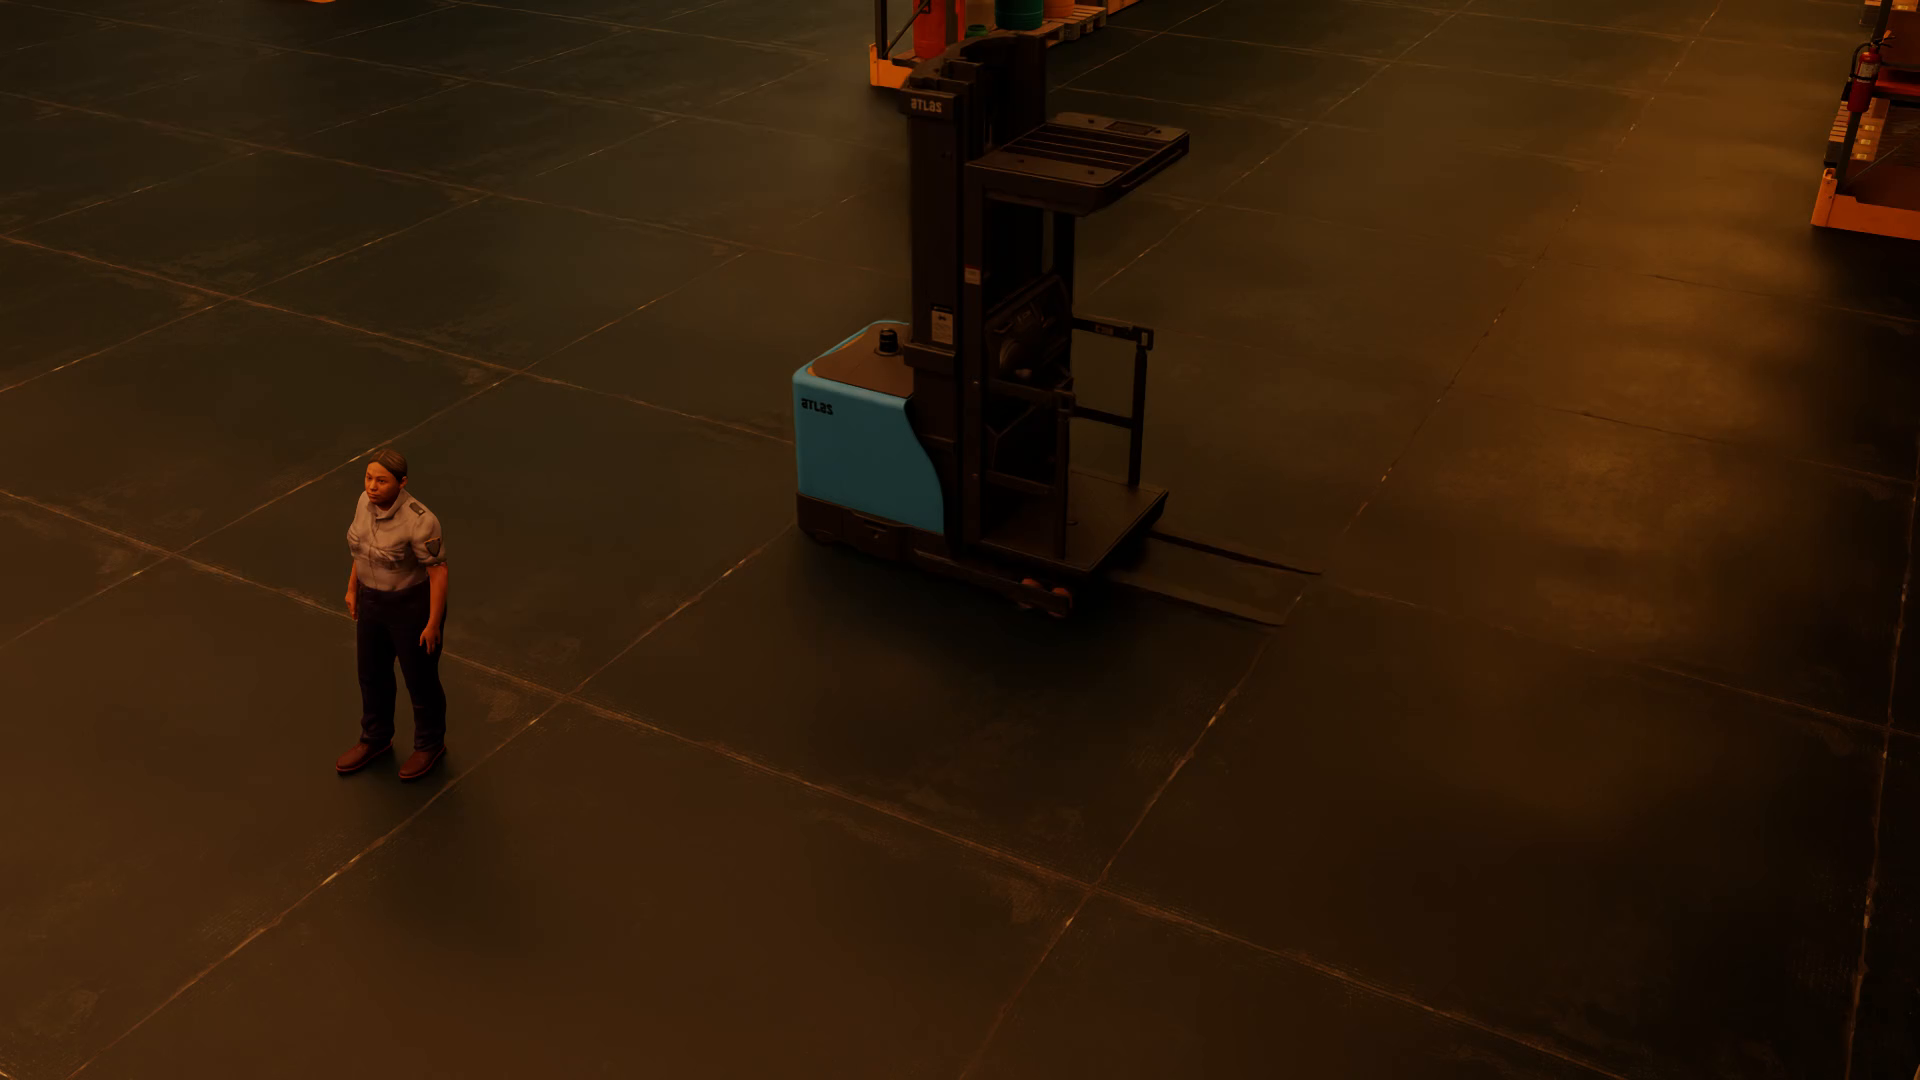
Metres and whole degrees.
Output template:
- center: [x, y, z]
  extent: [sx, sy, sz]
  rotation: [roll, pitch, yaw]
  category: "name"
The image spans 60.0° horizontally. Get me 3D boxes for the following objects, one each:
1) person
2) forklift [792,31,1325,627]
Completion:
- center: [-2.671, 0.365, 7.708]
  extent: [0.598, 1.651, 0.502]
  rotation: [16, 34, 25]
  category: "person"
- center: [0.554, -1.140, 9.046]
  extent: [3.031, 2.935, 1.130]
  rotation: [16, 34, 25]
  category: "forklift"
